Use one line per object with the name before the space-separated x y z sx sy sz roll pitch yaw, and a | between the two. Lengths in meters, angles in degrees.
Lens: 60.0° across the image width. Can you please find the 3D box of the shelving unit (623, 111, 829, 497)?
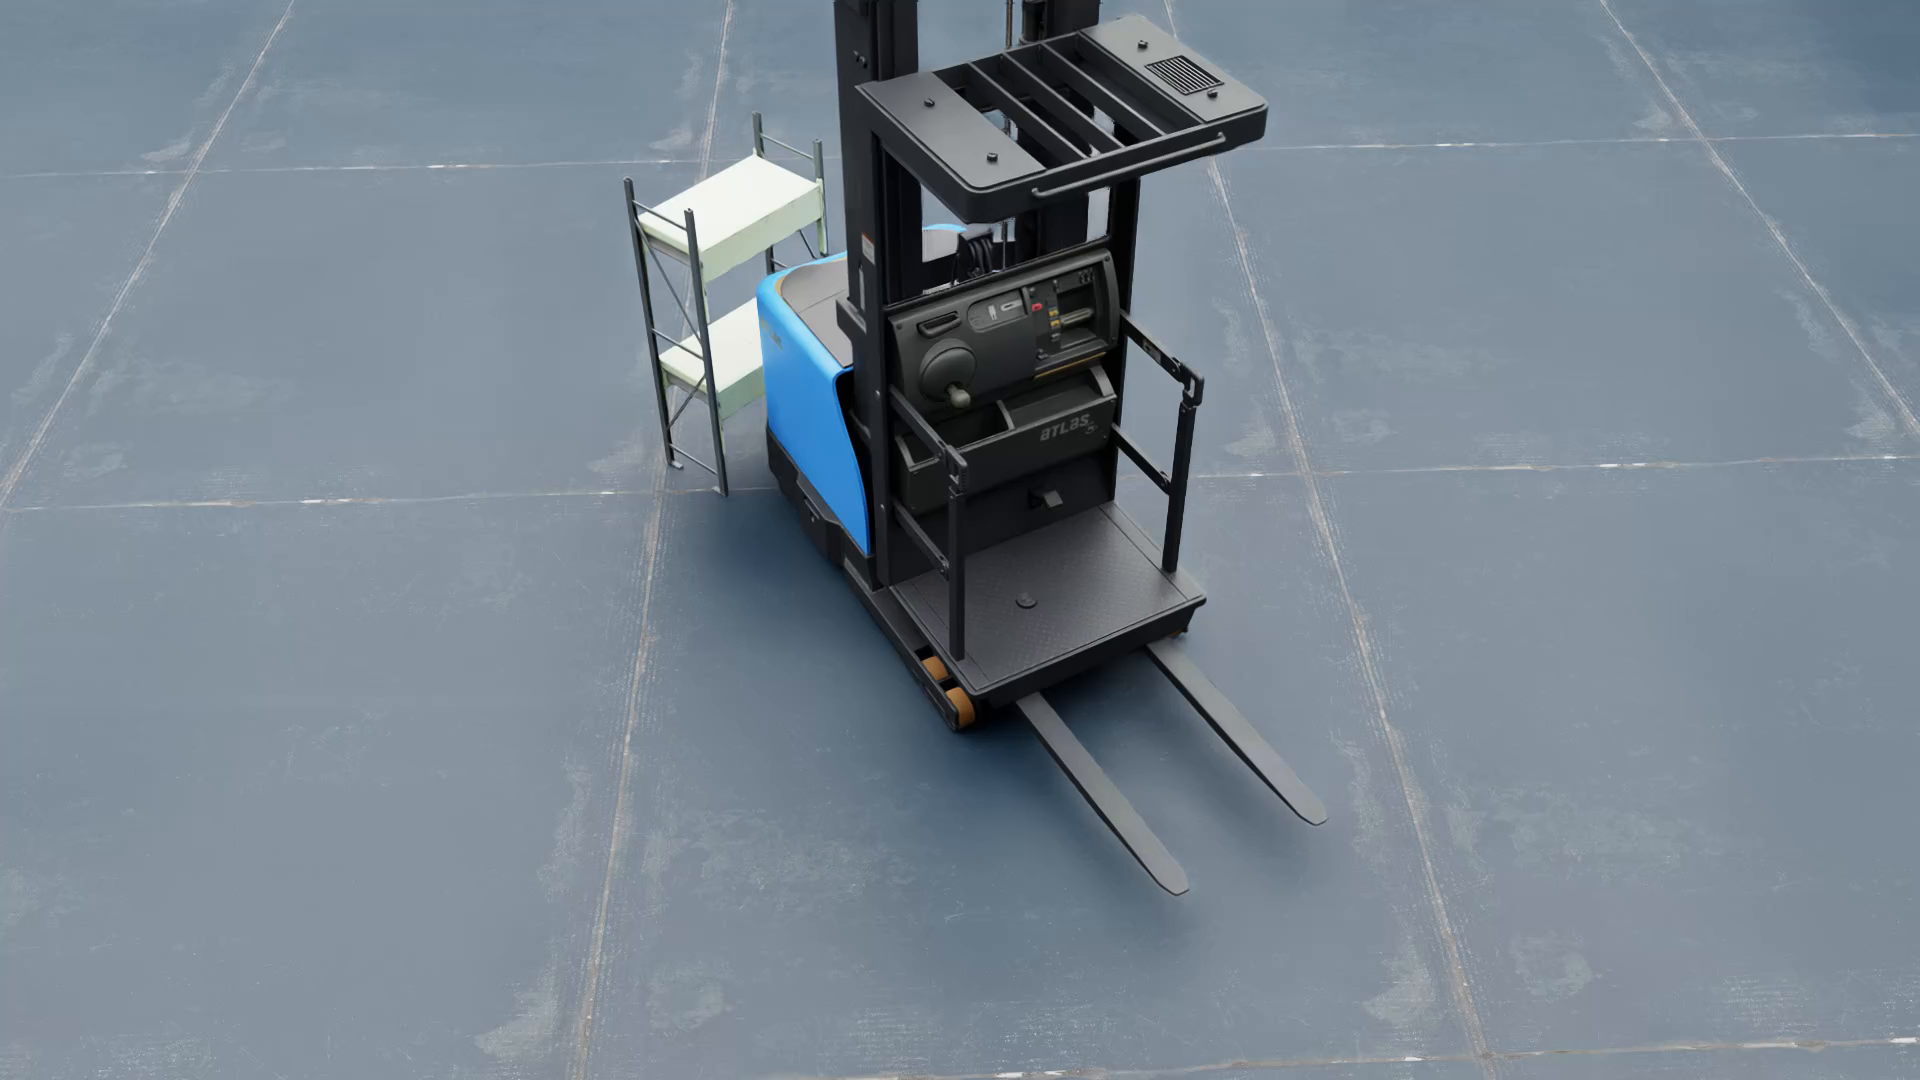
shelving unit | -0.981 -1.029 7.413 0.431 1.500 0.755 30 50 29

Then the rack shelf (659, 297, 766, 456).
rack shelf | -0.981 -0.789 7.633 0.431 0.370 0.720 30 50 29

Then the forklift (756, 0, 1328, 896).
forklift | 0.286 -0.690 5.984 1.130 2.935 3.031 -21 47 -21

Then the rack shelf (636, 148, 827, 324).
rack shelf | -0.981 -1.317 7.149 0.431 0.370 0.720 30 50 29

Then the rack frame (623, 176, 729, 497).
rack frame | -1.218 -0.841 7.207 0.400 1.500 0.023 30 50 29

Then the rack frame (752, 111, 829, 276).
rack frame | -0.743 -1.218 7.618 0.400 1.500 0.023 30 50 29
